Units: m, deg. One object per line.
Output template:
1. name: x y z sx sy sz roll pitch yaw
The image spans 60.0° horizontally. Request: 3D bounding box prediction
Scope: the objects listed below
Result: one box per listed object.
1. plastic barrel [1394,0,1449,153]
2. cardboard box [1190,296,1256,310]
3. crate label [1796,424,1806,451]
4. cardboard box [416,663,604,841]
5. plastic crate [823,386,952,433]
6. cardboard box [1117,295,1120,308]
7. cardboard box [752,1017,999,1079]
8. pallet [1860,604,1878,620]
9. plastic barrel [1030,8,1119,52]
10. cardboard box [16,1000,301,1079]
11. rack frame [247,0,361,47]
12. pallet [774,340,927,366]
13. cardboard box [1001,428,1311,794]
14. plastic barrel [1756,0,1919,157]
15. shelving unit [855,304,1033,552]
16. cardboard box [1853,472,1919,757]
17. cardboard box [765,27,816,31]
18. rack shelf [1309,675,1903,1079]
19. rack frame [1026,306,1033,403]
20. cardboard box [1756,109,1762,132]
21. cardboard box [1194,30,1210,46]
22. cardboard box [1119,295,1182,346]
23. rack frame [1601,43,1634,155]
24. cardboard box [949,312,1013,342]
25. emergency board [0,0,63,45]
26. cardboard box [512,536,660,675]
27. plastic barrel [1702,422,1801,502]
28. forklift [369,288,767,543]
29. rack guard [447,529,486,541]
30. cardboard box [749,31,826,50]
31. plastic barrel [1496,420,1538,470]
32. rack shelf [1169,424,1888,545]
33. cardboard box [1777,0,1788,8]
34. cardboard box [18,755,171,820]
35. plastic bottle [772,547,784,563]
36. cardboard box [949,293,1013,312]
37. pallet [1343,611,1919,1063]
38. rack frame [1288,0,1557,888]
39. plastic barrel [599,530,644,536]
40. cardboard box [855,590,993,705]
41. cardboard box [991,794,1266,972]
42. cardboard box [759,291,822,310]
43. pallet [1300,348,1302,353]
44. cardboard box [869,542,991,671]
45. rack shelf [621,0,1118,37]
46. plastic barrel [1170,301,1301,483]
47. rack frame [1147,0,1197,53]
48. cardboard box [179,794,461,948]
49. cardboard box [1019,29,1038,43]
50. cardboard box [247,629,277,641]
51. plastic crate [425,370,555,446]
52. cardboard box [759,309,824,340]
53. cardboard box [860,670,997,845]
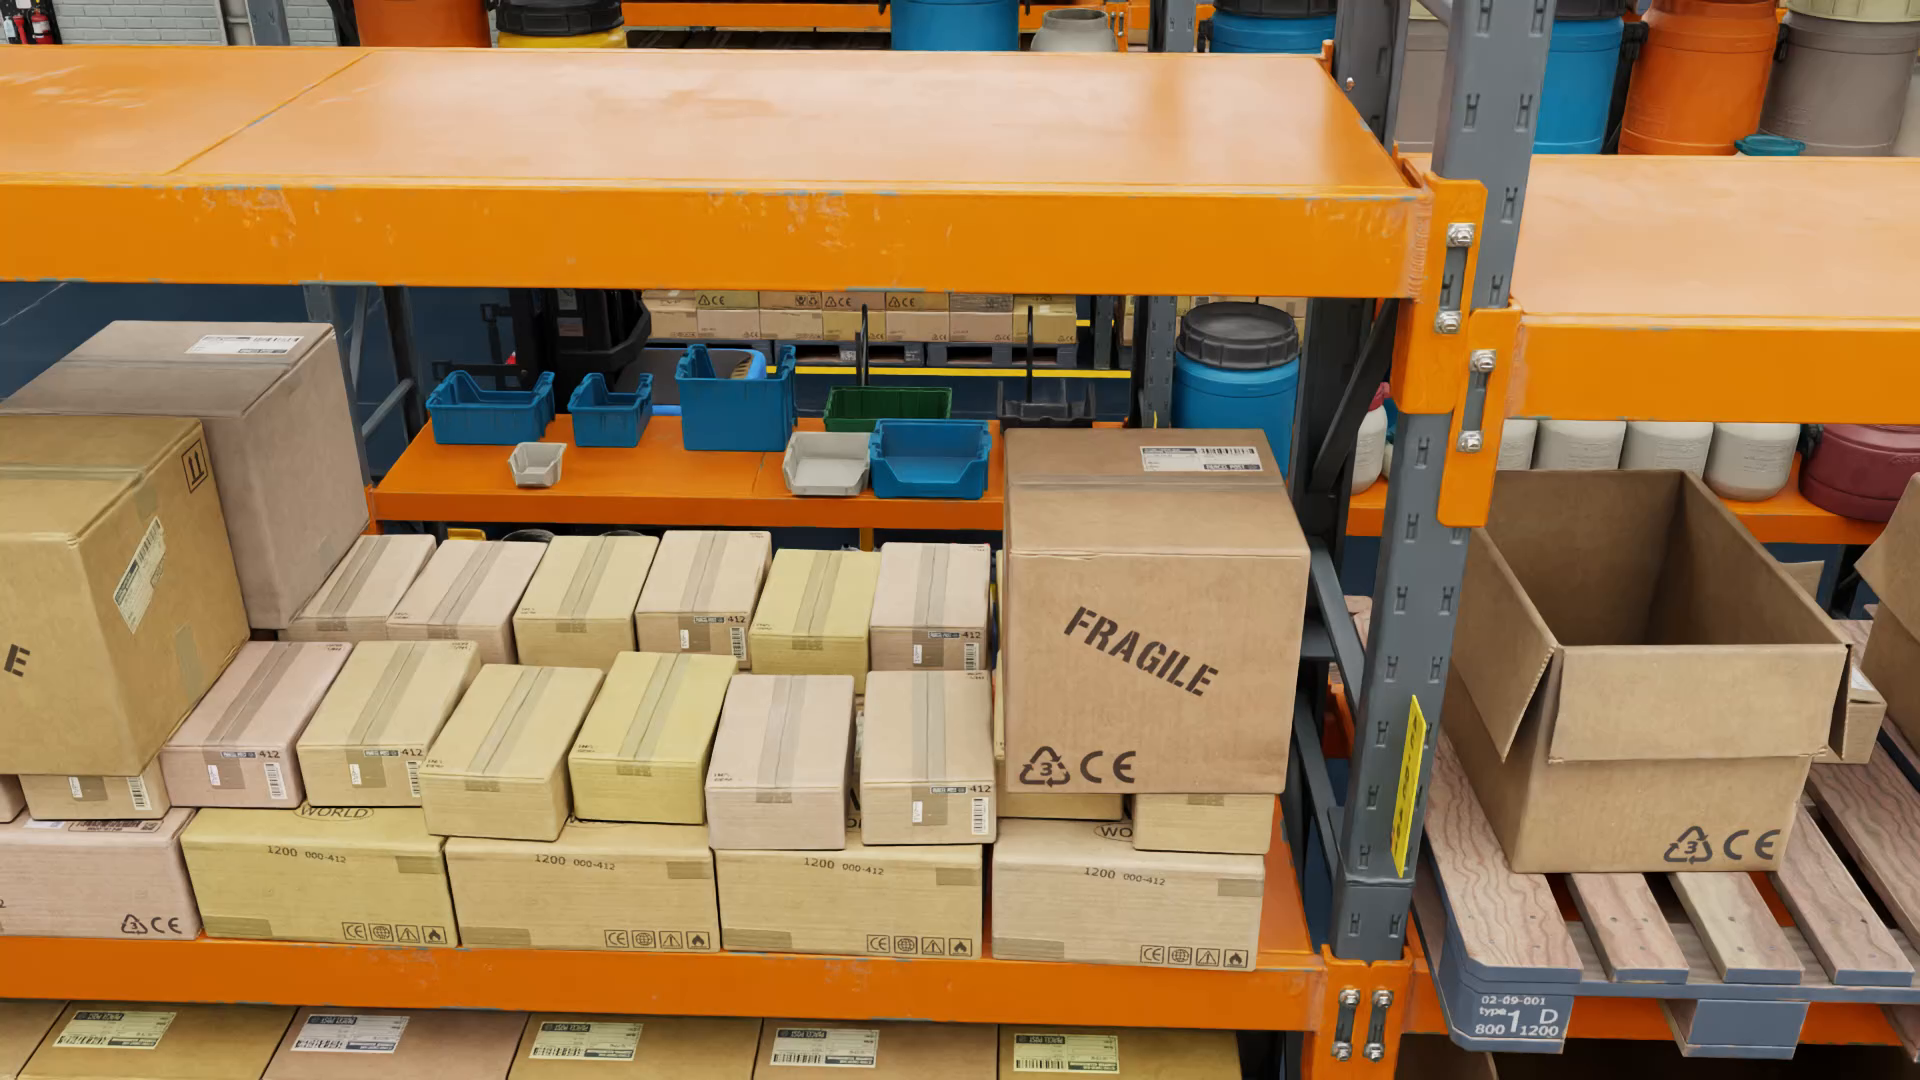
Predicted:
1. plastic barrel: 2.136 -2.217 7.916 0.600 0.901 0.600 0 28 0
2. cardboard box: 2.050 -1.990 13.116 0.500 0.311 0.500 1 28 1
3. crate label: 4.557 -0.630 8.840 0.416 0.233 0.303 1 28 2
4. cardboard box: -0.860 0.406 3.238 0.250 0.149 0.380 2 28 4
5. plastic crate: -0.380 -0.648 8.922 0.662 0.188 0.450 1 28 2
6. cardboard box: 1.570 -2.005 13.743 0.500 0.250 0.500 1 28 1
7. cardboard box: -0.167 1.227 3.666 0.500 0.500 0.500 1 28 2
8. pallet: 5.754 0.704 9.122 1.213 0.211 1.003 1 28 2
9. plastic barrel: 0.543 -2.247 7.941 0.421 0.512 0.421 0 28 0
10. cardboard box: -1.666 1.203 3.711 0.500 0.500 0.500 1 28 2
11. rack frame: -3.031 -3.304 7.301 0.127 3.000 1.000 1 28 2
12. pallet: -0.870 -1.726 13.705 1.213 0.211 1.003 1 28 2
13. cardboard box: 0.333 0.121 3.084 0.500 0.500 0.500 0 28 0
14. plastic barrel: 4.151 -2.183 7.854 0.600 0.901 0.600 0 28 0
15. shelving unit: -0.076 -0.664 10.327 1.083 1.500 0.587 1 28 2
16. cardboard box: 2.200 0.244 3.252 0.637 0.503 0.797 2 28 4
17. cardboard box: -1.721 -5.403 17.004 0.500 0.500 0.500 1 28 2
18. rack shelf: 2.791 0.756 3.611 4.000 0.370 1.077 1 28 2
19. rack frame: 0.423 -0.656 10.311 0.032 1.500 0.500 1 28 2
20. cardboard box: 5.776 -3.112 12.788 0.500 0.500 0.700 -8 29 -15
21. cardboard box: 2.382 -5.426 17.133 0.500 0.500 0.700 4 28 7
22. cardboard box: 1.540 -1.754 13.269 0.500 0.250 0.500 0 28 1
23. rack frame: 5.143 -2.840 12.830 0.127 3.000 1.000 1 28 2
24. cardboard box: 0.175 -1.795 13.346 0.500 0.250 0.500 1 28 2
25. emergency board: -10.416 -5.842 18.493 0.643 1.169 0.194 1 28 2
26. cardboard box: -0.826 0.142 3.737 0.250 0.149 0.380 0 28 1
27. plastic barrel: 3.929 -0.488 8.274 0.421 0.512 0.421 0 28 0
28. forklift: -2.764 -1.378 10.146 3.031 2.935 1.130 1 28 2
29. rack guard: -2.953 0.430 9.330 0.348 0.500 1.175 1 28 2
30. cardboard box: -1.304 -3.561 12.698 0.500 0.500 0.700 1 28 2
31. plastic barrel: 2.648 -0.517 8.303 0.433 0.535 0.433 0 28 0
32. rack shelf: 2.966 -0.237 8.687 4.000 0.370 1.077 1 28 2
33. cardboard box: 6.090 -4.209 12.104 0.500 0.500 0.910 1 28 2
34. cardboard box: -1.640 0.380 3.288 0.250 0.149 0.380 0 28 -1
35. plastic bottle: -1.062 0.171 9.581 0.133 0.283 0.061 2 28 3
36. cardboard box: 0.175 -2.127 13.172 0.500 0.500 0.500 1 28 2
37. pallet: 1.405 0.549 3.436 1.003 0.211 1.213 1 28 2
38. rack frame: 0.792 -0.920 2.803 0.127 3.000 1.000 1 28 2
39. plastic barrel: -1.869 0.243 9.221 0.421 0.512 0.421 0 28 0
40. cardboard box: -0.178 0.338 3.792 0.500 0.250 0.500 1 28 1
41. cardboard box: 0.327 0.587 3.324 0.500 0.250 0.500 2 28 4
42. cardboard box: -1.324 -2.151 13.218 0.500 0.500 0.500 1 28 2
43. pallet: 3.105 -1.661 13.584 1.213 0.211 1.003 1 28 2
44. cardboard box: -0.062 0.159 3.705 0.250 0.149 0.380 1 28 2
45. rack shelf: -0.853 -3.946 12.483 4.000 0.370 1.077 1 28 2
46. plastic barrel: 1.342 -0.661 8.184 0.708 0.901 0.600 1 28 2
47. rack frame: 0.967 -3.238 7.176 0.127 3.000 1.000 1 28 2
48. cardboard box: -1.202 0.557 3.380 0.500 0.250 0.500 2 28 3
49. cardboard box: 0.833 -5.362 16.925 0.500 0.500 0.500 1 28 2
50. cardboard box: -1.617 0.113 3.791 0.250 0.149 0.380 0 28 -1
51. plastic crate: -2.520 -0.720 8.989 0.616 0.251 0.499 1 28 2
52. cardboard box: -1.325 -1.815 13.384 0.500 0.250 0.500 1 28 2
53. cardboard box: -0.060 0.415 3.222 0.250 0.149 0.380 0 28 -1
